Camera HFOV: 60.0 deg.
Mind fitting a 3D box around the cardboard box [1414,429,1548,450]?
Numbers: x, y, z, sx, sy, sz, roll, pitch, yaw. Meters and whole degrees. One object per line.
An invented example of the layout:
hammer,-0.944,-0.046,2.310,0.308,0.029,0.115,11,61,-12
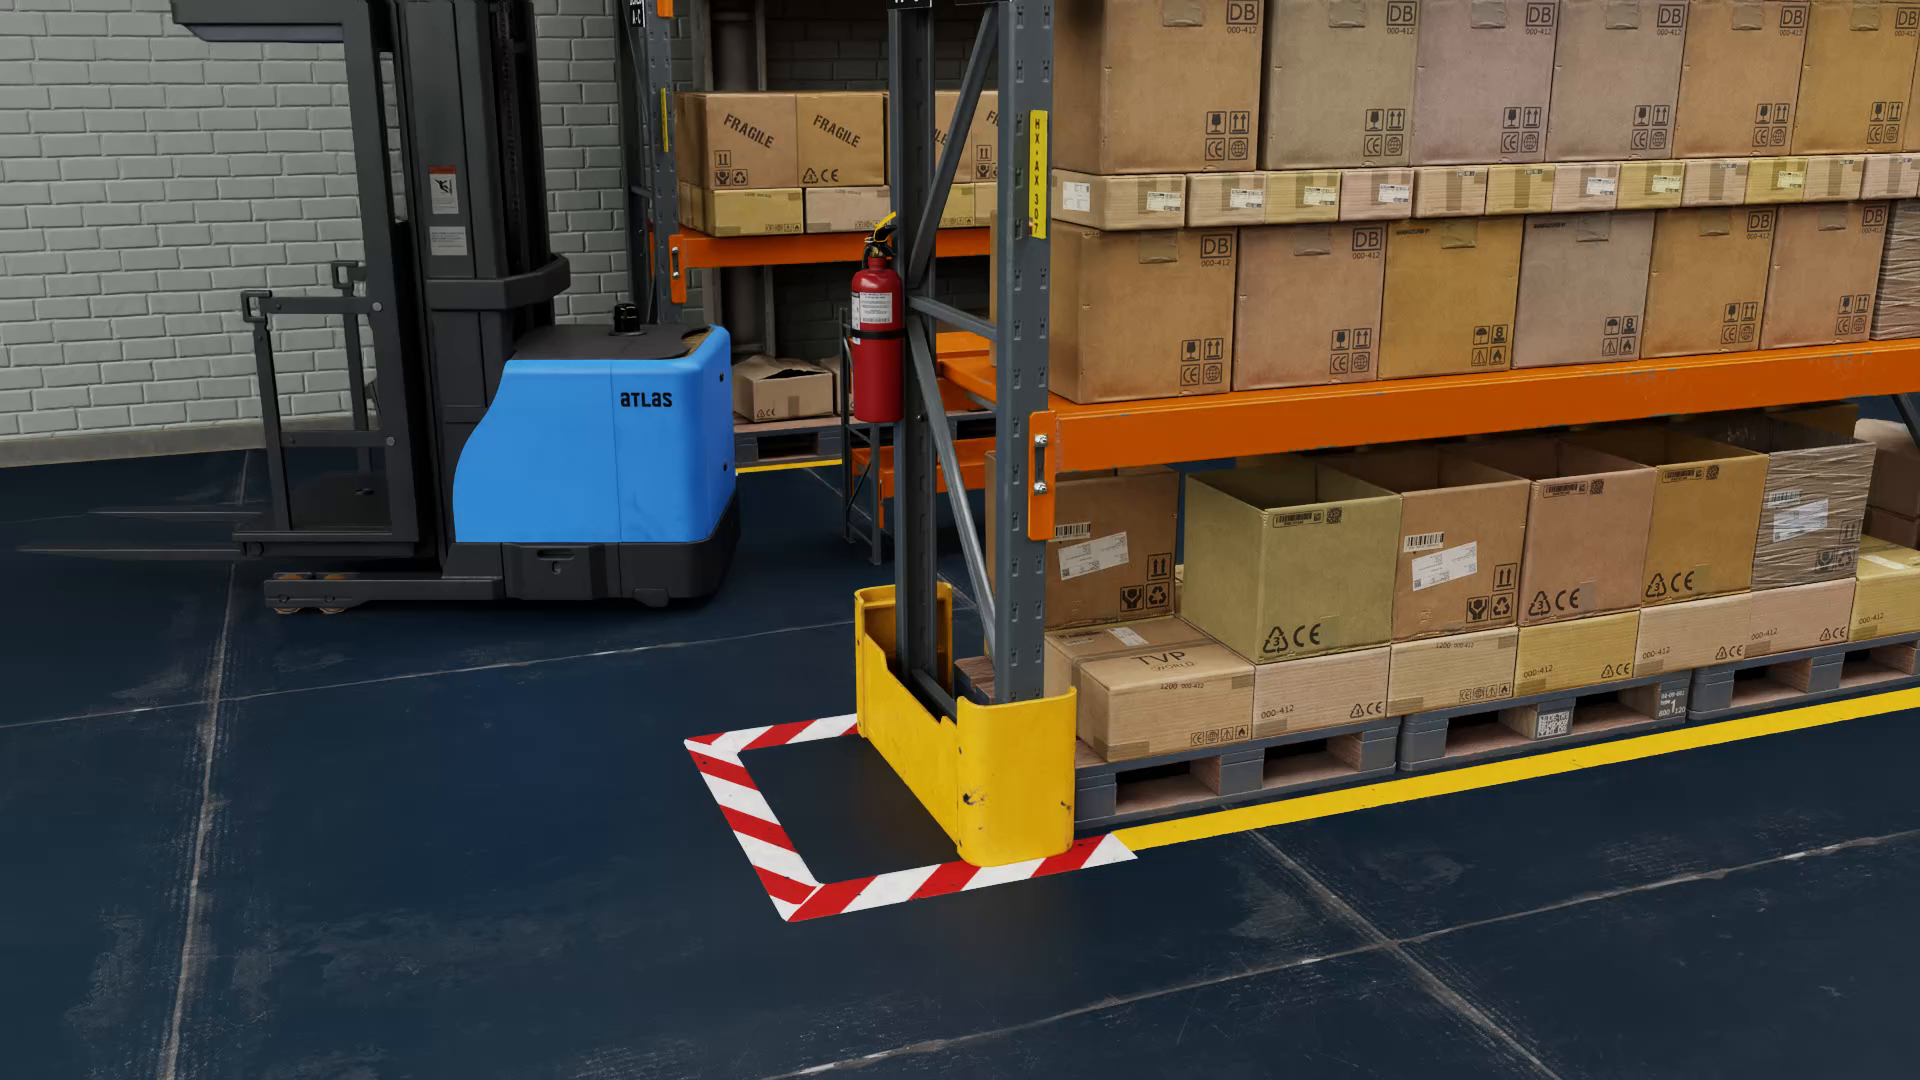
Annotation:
cardboard box,1.802,-0.182,6.198,0.500,0.500,0.500,-6,17,-20

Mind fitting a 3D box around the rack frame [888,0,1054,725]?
rack frame,0.012,-0.653,4.998,0.127,3.000,1.000,-6,17,-20

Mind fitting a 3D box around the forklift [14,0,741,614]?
forklift,-2.561,-1.242,7.126,3.031,2.935,1.130,0,16,0

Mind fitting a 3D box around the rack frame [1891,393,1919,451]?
rack frame,3.747,-1.056,6.372,0.127,3.000,1.000,-6,17,-20

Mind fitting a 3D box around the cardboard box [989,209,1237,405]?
cardboard box,0.452,-0.745,5.133,0.500,0.500,0.700,-6,17,-20

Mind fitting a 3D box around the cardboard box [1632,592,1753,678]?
cardboard box,2.460,0.268,5.997,0.500,0.250,0.500,-6,17,-20

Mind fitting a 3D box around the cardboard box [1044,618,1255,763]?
cardboard box,0.592,0.469,5.311,0.500,0.250,0.500,-6,17,-20

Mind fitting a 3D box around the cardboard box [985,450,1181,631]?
cardboard box,0.406,-0.027,5.672,0.500,0.500,0.500,-6,17,-20

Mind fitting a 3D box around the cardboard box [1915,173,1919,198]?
cardboard box,3.338,-1.307,5.898,0.250,0.149,0.380,-7,18,-21

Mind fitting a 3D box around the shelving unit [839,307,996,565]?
shelving unit,0.006,-0.540,7.942,1.048,1.125,0.538,-6,17,-20

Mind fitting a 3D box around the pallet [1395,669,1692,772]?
pallet,1.848,0.475,6.106,1.213,0.211,1.003,-6,17,-20

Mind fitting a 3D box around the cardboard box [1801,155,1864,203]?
cardboard box,2.849,-1.253,5.714,0.250,0.149,0.380,-6,17,-20

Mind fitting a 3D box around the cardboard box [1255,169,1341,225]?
cardboard box,0.934,-1.047,5.012,0.250,0.149,0.380,-6,17,-20

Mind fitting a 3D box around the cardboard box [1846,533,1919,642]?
cardboard box,3.392,0.166,6.345,0.500,0.250,0.500,-6,17,-20

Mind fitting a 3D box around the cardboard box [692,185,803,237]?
cardboard box,-1.195,-1.859,9.337,0.500,0.250,0.500,-7,18,-22

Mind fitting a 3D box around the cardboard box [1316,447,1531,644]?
cardboard box,1.521,0.005,5.562,0.500,0.500,0.500,-6,17,-20

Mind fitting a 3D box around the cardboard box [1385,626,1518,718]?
cardboard box,1.525,0.368,5.657,0.500,0.250,0.500,-6,17,-20

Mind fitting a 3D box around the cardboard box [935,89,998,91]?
cardboard box,0.025,-2.509,10.218,0.500,0.500,0.500,-6,17,-19

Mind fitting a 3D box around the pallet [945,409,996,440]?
pallet,0.215,-0.820,10.517,1.213,0.211,1.003,-6,17,-20

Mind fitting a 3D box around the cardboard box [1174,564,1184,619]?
cardboard box,0.869,0.279,5.958,0.500,0.250,0.500,-6,17,-20

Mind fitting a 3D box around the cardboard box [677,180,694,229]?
cardboard box,-1.397,-1.992,9.788,0.500,0.250,0.500,-6,17,-19

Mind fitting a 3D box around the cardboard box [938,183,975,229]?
cardboard box,-0.238,-1.965,9.697,0.500,0.250,0.500,-6,18,-21

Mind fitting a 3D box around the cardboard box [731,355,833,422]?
cardboard box,-1.086,-0.923,9.909,0.500,0.311,0.500,-8,18,-26

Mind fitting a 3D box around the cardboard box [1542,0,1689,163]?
cardboard box,1.929,-1.529,5.500,0.500,0.500,0.700,-6,17,-20

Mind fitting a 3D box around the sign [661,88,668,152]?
sign,-1.570,-2.229,8.827,0.005,0.325,0.100,-6,17,-20

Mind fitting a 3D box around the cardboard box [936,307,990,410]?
cardboard box,0.149,-1.132,10.285,0.500,0.500,0.700,-7,18,-24

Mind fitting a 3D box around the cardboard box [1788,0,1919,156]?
cardboard box,2.863,-1.629,5.842,0.500,0.500,0.700,-6,17,-20

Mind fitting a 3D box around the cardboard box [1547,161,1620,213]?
cardboard box,1.891,-1.150,5.361,0.250,0.149,0.380,-6,17,-20

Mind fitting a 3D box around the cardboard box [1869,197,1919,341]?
cardboard box,3.335,-1.058,6.199,0.500,0.500,0.700,-7,18,-22

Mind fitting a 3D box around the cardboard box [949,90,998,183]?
cardboard box,0.217,-2.375,9.763,0.500,0.500,0.500,-6,17,-18

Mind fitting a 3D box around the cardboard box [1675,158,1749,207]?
cardboard box,2.383,-1.204,5.546,0.250,0.149,0.380,-6,17,-18

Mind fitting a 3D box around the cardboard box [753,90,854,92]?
cardboard box,-0.927,-2.405,9.864,0.500,0.500,0.500,-6,17,-19

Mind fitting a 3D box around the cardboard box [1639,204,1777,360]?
cardboard box,2.375,-0.953,5.844,0.500,0.500,0.700,-6,17,-19

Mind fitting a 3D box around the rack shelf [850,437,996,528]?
rack shelf,0.006,-0.306,8.011,1.000,0.278,0.538,-6,17,-20

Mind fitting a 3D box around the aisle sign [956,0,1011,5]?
aisle sign,0.060,-1.813,4.335,0.004,0.787,0.394,-6,17,-20

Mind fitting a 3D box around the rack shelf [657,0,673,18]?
rack shelf,0.103,-3.252,9.801,4.000,0.370,1.077,-6,17,-20

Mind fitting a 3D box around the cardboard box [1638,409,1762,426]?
cardboard box,2.738,-0.281,6.537,0.500,0.500,0.500,-6,17,-20

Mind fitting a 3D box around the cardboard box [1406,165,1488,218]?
cardboard box,1.419,-1.100,5.190,0.250,0.149,0.380,-7,18,-22

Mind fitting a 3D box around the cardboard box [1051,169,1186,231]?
cardboard box,0.455,-0.995,4.835,0.250,0.149,0.380,-6,18,-20

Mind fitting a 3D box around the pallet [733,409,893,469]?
pallet,-0.922,-0.698,10.101,1.213,0.211,1.003,-6,17,-20

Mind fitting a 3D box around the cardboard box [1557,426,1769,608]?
cardboard box,2.455,-0.095,5.903,0.500,0.500,0.500,-6,17,-20

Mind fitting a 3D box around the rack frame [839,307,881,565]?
rack frame,-0.468,-0.489,7.768,0.032,1.125,0.500,-6,17,-20

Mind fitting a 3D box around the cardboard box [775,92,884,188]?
cardboard box,-0.746,-2.270,9.403,0.500,0.500,0.500,-6,17,-20

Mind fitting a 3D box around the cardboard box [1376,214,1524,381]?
cardboard box,1.407,-0.847,5.483,0.500,0.500,0.700,-6,17,-20

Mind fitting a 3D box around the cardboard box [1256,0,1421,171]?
cardboard box,0.991,-1.427,5.154,0.500,0.500,0.700,-7,18,-22

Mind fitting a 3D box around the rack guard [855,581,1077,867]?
rack guard,-0.011,0.549,5.342,0.348,0.500,1.175,-6,17,-20
